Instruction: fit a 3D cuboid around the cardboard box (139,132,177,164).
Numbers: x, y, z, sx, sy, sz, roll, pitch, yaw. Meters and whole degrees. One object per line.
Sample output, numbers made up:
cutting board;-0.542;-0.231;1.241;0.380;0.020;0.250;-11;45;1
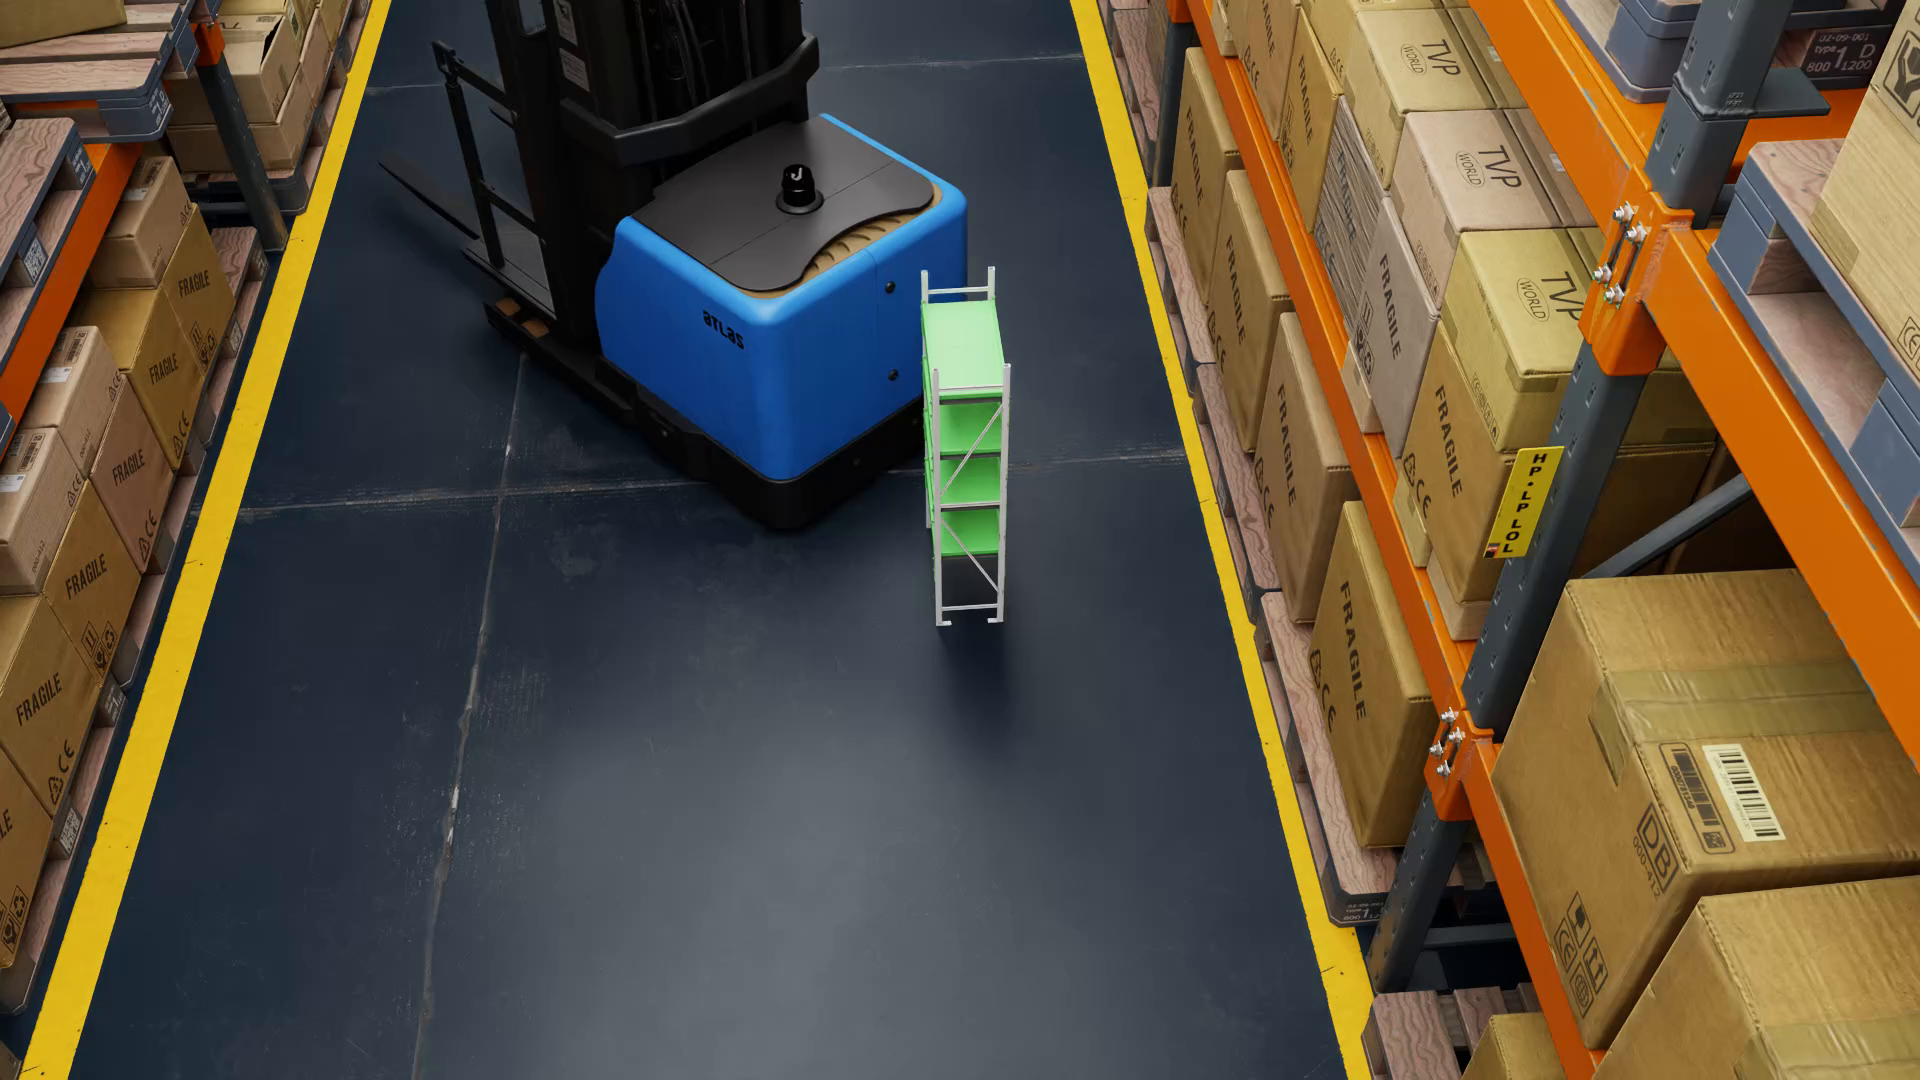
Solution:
cardboard box;-3.827;-1.900;7.588;0.500;0.250;0.500;-2;47;-2

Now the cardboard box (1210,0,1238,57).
cardboard box;1.143;-1.927;6.168;0.380;0.149;0.250;-2;47;-2

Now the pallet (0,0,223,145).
pallet;-3.413;-1.783;6.005;1.213;0.211;1.003;-3;47;-3

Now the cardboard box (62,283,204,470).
cardboard box;-3.184;-0.590;6.161;0.500;0.500;0.500;-5;47;-5

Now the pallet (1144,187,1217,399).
pallet;1.387;-1.105;7.151;1.003;0.211;1.213;-3;47;-3

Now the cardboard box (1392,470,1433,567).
cardboard box;1.376;-0.074;4.413;0.380;0.149;0.250;-3;47;-3

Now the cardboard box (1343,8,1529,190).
cardboard box;1.361;-1.208;4.524;0.500;0.250;0.500;-3;47;-3

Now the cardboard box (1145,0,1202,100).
cardboard box;1.284;-2.448;7.921;0.700;0.500;0.500;-3;47;-3

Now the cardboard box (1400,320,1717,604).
cardboard box;1.441;-0.207;4.093;0.500;0.500;0.500;-4;47;-4

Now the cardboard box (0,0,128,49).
cardboard box;-3.375;-2.065;5.782;0.700;0.500;0.500;-18;49;-16

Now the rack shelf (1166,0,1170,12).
rack shelf;1.229;-3.838;8.315;1.077;0.370;4.000;-3;47;-3

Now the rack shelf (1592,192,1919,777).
rack shelf;1.899;0.918;1.744;1.077;0.370;4.000;-3;47;-3

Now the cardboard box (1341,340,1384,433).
cardboard box;1.319;-0.452;4.771;0.380;0.149;0.250;-3;47;-3

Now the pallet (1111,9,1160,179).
pallet;1.332;-2.245;8.231;1.003;0.211;1.213;-3;47;-3

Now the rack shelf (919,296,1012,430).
rack shelf;0.014;-0.579;5.399;0.258;0.148;0.480;-3;47;-3

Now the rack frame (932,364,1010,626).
rack frame;0.034;-0.116;5.534;0.240;1.200;0.015;-3;47;-3

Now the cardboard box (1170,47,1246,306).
cardboard box;1.327;-1.504;6.800;0.750;0.750;0.750;-4;47;-4

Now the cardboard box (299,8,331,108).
cardboard box;-3.334;-2.294;7.961;0.500;0.250;0.500;-5;47;-4

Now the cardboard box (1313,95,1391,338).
cardboard box;1.355;-0.939;4.786;0.500;0.500;0.500;-3;47;-3

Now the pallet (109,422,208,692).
pallet;-3.416;0.047;6.060;1.003;0.211;1.213;-3;47;-3

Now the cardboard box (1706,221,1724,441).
cardboard box;1.952;-0.495;3.849;0.500;0.250;0.500;-2;47;-2

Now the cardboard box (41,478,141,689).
cardboard box;-3.093;0.155;5.456;0.500;0.500;0.500;-3;47;-3

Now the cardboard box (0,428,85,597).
cardboard box;-3.086;-0.079;5.161;0.500;0.250;0.500;-3;47;-3

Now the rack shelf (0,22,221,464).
rack shelf;-3.372;-0.641;5.286;1.077;0.370;4.000;-3;47;-3

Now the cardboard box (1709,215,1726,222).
cardboard box;1.902;-0.873;4.207;0.500;0.250;0.500;-3;47;-3

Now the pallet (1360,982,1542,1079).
pallet;1.717;1.769;4.429;1.003;0.211;1.213;-3;47;-3

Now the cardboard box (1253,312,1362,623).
cardboard box;1.470;-0.255;5.617;0.750;0.750;0.750;-2;47;-2

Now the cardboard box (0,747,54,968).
cardboard box;-3.002;0.903;4.748;0.500;0.500;0.500;-5;47;-5

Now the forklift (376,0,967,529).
forklift;-1.360;-2.011;6.136;3.031;2.935;1.130;36;56;29

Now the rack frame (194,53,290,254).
rack frame;-3.540;-2.335;6.395;1.000;3.000;0.127;-3;47;-3

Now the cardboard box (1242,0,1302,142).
cardboard box;1.257;-1.677;5.485;0.500;0.500;0.500;-4;47;-3

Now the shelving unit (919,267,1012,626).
shelving unit;0.014;-0.293;5.701;0.258;1.200;0.503;-3;47;-3

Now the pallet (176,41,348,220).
pallet;-3.570;-1.974;7.974;1.003;0.211;1.213;-3;47;-3

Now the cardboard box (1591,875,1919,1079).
cardboard box;1.816;1.074;2.960;0.980;0.700;0.700;-5;47;-4

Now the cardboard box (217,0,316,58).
cardboard box;-3.343;-2.503;7.773;0.500;0.311;0.500;-5;47;-4

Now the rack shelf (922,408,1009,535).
rack shelf;0.014;-0.249;5.747;0.258;0.148;0.480;-3;47;-3

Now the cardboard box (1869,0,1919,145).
cardboard box;1.511;-0.628;1.942;0.500;0.500;0.500;-4;47;-4

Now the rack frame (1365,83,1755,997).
rack frame;1.731;0.255;3.942;1.000;3.000;0.127;-3;47;-3

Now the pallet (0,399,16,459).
pallet;-3.163;0.040;4.278;1.003;0.211;1.213;-3;47;-3

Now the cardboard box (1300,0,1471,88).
cardboard box;1.318;-1.577;4.873;0.500;0.250;0.500;-4;47;-4

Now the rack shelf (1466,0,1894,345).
rack shelf;1.564;-1.976;4.485;1.077;0.370;4.000;-3;47;-3

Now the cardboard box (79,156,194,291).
cardboard box;-3.218;-1.182;6.205;0.500;0.250;0.500;-2;47;-2

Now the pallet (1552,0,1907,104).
pallet;1.605;-1.371;3.548;0.805;0.209;1.217;-5;47;-5
